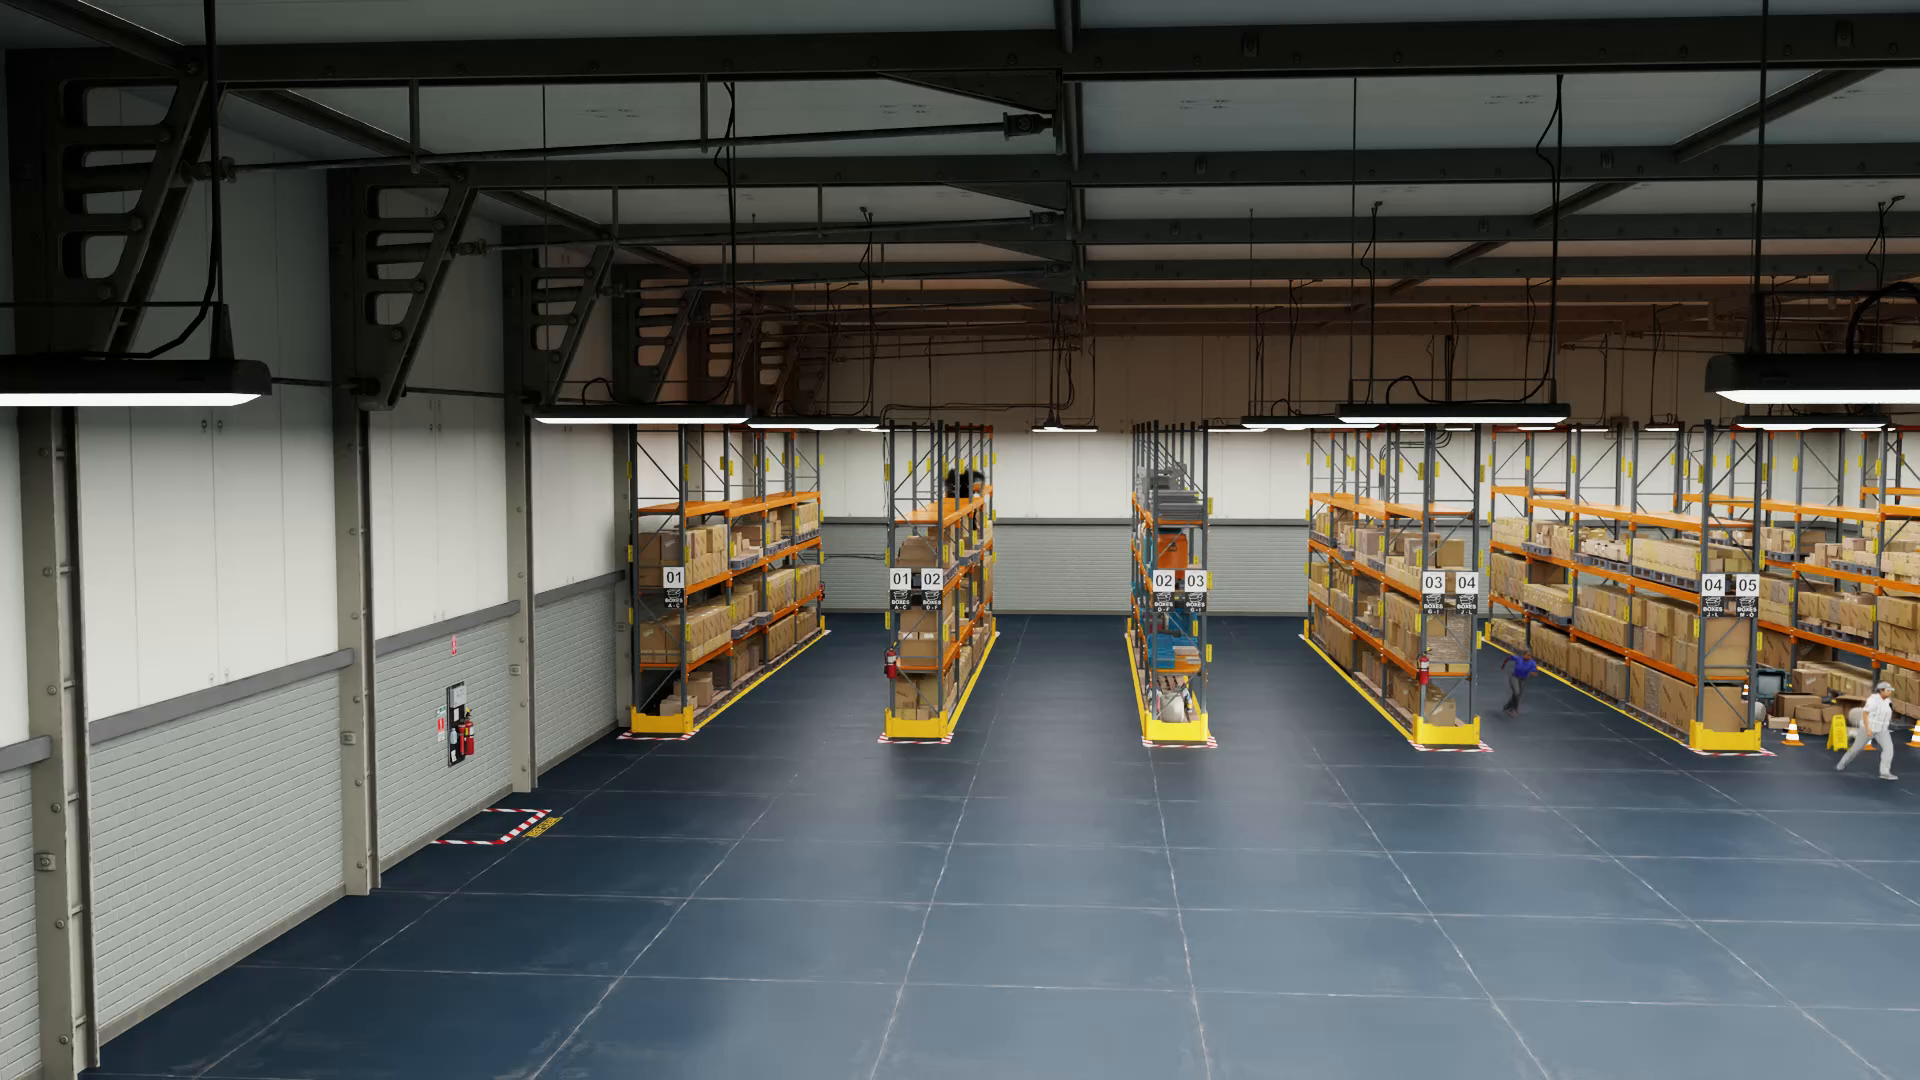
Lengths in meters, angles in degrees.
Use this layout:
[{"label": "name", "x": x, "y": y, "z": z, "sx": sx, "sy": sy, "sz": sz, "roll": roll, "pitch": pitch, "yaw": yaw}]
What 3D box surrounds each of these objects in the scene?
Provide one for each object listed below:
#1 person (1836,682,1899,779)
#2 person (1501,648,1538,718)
[{"label": "person", "x": 15.208, "y": 3.149, "z": 27.796, "sx": 0.617, "sy": 1.598, "sz": 0.963, "roll": -1, "pitch": 4, "yaw": -16}, {"label": "person", "x": 11.323, "y": 2.862, "z": 33.586, "sx": 0.532, "sy": 1.434, "sz": 1.037, "roll": 0, "pitch": 4, "yaw": -3}]
